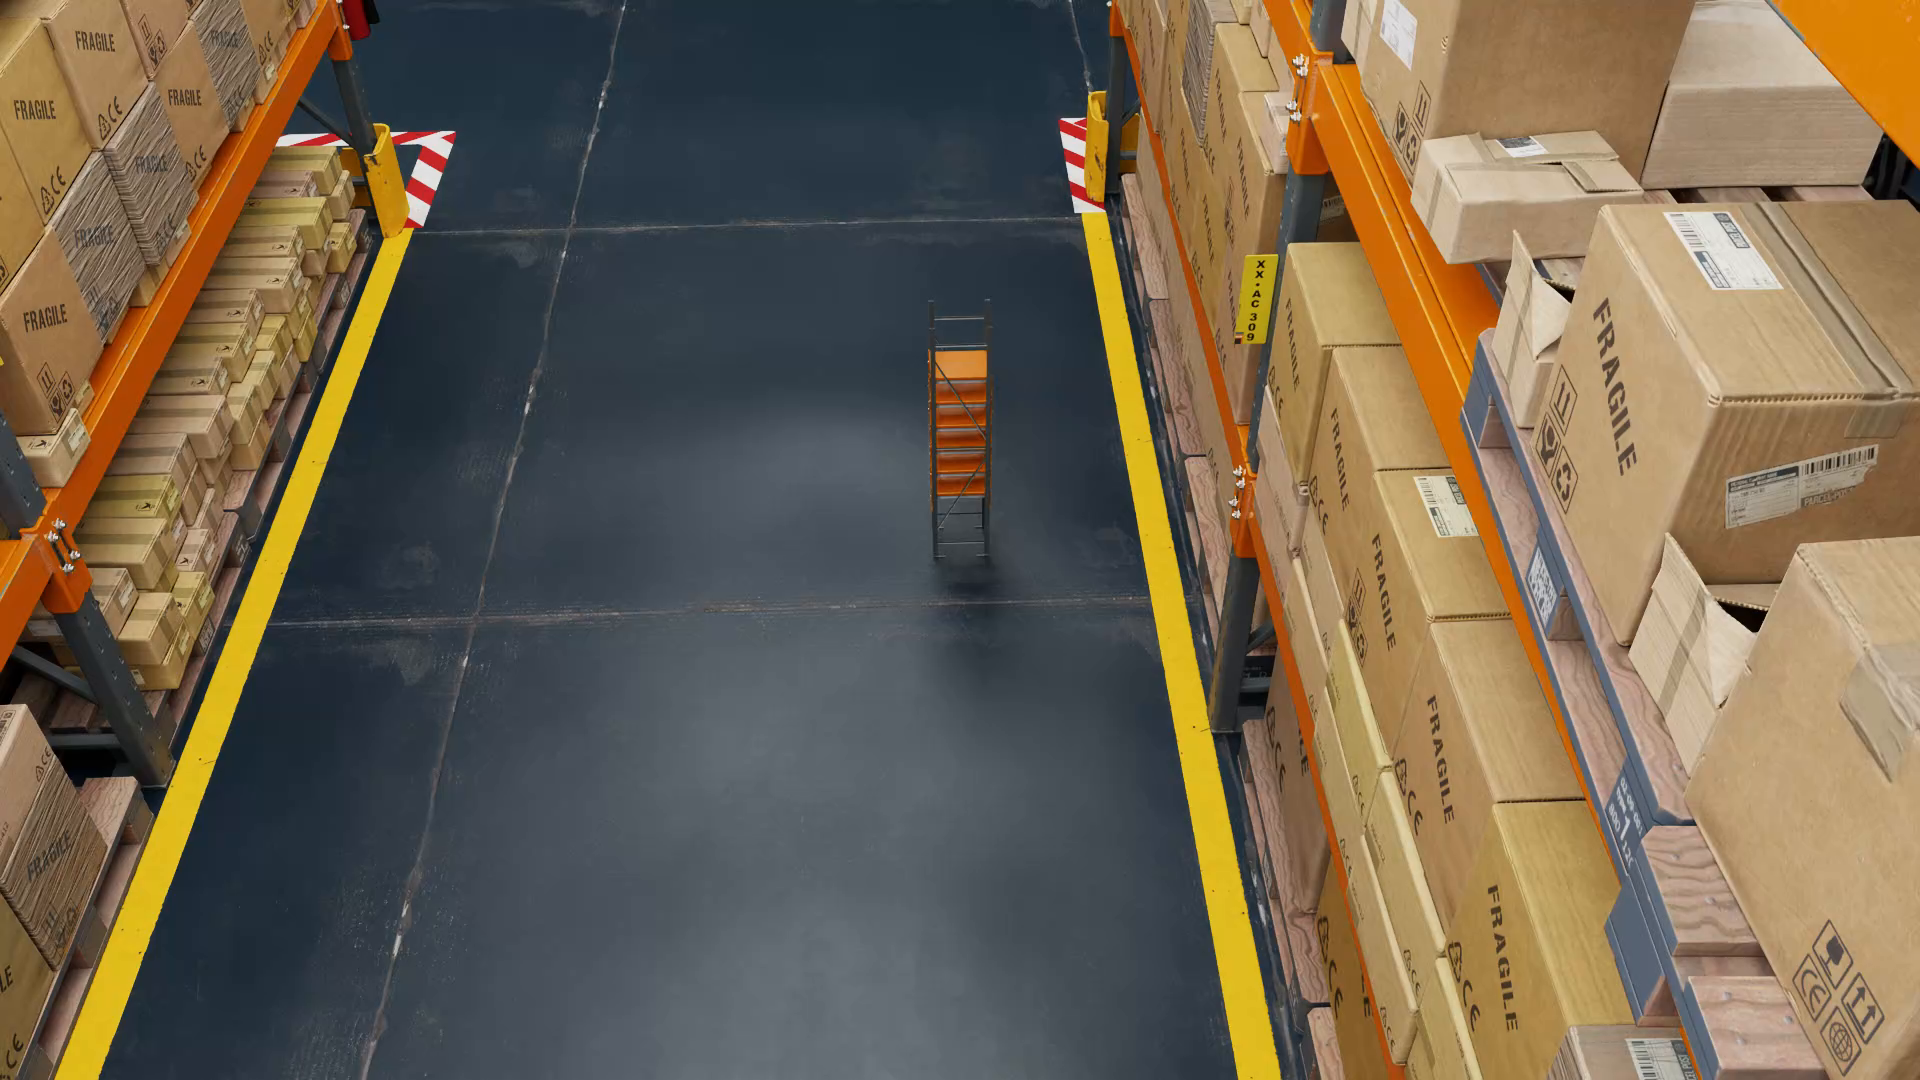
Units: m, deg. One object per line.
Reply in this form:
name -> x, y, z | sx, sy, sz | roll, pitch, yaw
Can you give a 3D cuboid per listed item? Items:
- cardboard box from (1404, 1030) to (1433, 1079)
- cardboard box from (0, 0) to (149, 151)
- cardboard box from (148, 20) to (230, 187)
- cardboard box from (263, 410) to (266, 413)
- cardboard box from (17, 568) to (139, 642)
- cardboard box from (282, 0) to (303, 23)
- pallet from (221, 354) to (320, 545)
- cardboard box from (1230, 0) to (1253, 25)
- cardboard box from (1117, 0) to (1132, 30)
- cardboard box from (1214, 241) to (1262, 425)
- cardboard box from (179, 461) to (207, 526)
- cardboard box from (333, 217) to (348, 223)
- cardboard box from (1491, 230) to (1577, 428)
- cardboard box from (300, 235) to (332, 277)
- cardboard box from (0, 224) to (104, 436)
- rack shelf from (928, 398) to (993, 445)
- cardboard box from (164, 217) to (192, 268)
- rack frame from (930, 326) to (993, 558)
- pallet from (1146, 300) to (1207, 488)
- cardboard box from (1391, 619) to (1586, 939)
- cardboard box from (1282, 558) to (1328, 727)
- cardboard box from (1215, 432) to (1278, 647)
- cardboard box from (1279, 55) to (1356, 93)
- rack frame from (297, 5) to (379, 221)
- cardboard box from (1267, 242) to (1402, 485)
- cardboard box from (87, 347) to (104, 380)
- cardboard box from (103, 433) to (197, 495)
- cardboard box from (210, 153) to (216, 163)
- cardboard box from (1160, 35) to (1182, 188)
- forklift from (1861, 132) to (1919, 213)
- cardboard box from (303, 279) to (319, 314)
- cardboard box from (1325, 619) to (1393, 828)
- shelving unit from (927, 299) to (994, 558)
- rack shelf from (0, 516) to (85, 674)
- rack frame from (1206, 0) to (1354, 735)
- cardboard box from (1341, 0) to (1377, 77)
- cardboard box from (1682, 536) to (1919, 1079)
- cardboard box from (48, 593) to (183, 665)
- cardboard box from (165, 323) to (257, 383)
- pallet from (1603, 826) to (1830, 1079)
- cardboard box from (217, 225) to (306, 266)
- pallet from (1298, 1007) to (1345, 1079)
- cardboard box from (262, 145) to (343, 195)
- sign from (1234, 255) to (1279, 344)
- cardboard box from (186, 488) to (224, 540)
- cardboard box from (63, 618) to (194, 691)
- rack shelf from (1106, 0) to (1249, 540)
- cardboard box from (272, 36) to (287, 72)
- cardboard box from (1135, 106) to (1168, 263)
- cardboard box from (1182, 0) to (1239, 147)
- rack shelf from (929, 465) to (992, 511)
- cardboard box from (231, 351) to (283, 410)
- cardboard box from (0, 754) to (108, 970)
cardboard box -> 1.315, 1.327, 3.693 | 0.500, 0.250, 0.500 | -2, 43, -2
cardboard box -> -3.276, -1.717, 5.869 | 0.500, 0.500, 0.500 | -1, 43, -1
cardboard box -> -3.308, -1.723, 6.616 | 0.500, 0.500, 0.500 | 0, 43, 0
cardboard box -> -3.351, -0.608, 7.493 | 0.380, 0.149, 0.250 | -1, 43, -1
cardboard box -> -3.281, 0.239, 6.128 | 0.380, 0.149, 0.250 | 0, 43, 0
cardboard box -> -3.367, -2.750, 7.736 | 0.500, 0.500, 0.500 | -1, 43, -1
pallet -> -3.592, -0.449, 7.584 | 1.003, 0.211, 1.213 | -2, 43, -2
cardboard box -> 1.158, -1.941, 5.854 | 0.380, 0.149, 0.250 | -2, 43, -2
cardboard box -> 1.032, -2.815, 8.027 | 0.500, 0.500, 0.500 | -2, 43, -2
cardboard box -> 1.193, -0.752, 5.777 | 0.500, 0.500, 0.500 | -1, 43, -1
cardboard box -> -3.324, -0.181, 6.806 | 0.380, 0.149, 0.250 | -4, 43, -4
cardboard box -> -3.412, -1.654, 8.634 | 0.380, 0.149, 0.250 | -1, 43, -1
cardboard box -> 1.196, -0.377, 3.010 | 0.396, 0.266, 0.258 | 2, 43, 2
cardboard box -> -3.311, -1.414, 8.152 | 0.380, 0.149, 0.250 | -3, 43, -4
cardboard box -> -3.242, -0.687, 5.486 | 0.500, 0.500, 0.500 | -2, 43, -3
rack shelf -> 0.001, -0.488, 6.783 | 0.258, 0.103, 0.180 | -2, 43, -2
cardboard box -> -3.263, -1.195, 6.520 | 0.380, 0.149, 0.250 | 0, 43, 0
rack frame -> 0.005, -0.371, 6.767 | 0.240, 1.200, 0.006 | -2, 43, -2
pallet -> 1.459, -0.723, 7.882 | 1.003, 0.211, 1.213 | -2, 43, -2
cardboard box -> 1.296, 0.520, 3.648 | 0.500, 0.500, 0.500 | -2, 43, -2
cardboard box -> 1.247, 0.300, 4.814 | 0.500, 0.250, 0.500 | -3, 43, -3
cardboard box -> 1.549, -0.047, 6.667 | 0.875, 0.438, 0.875 | -2, 43, -2
cardboard box -> 1.234, -1.434, 5.301 | 0.380, 0.149, 0.250 | -1, 43, -1
rack frame -> -3.643, -2.900, 8.194 | 1.000, 3.000, 0.127 | -2, 43, -2
cardboard box -> 1.200, -0.510, 4.772 | 0.500, 0.500, 0.500 | -1, 43, -1
cardboard box -> -3.307, -0.658, 5.934 | 0.380, 0.149, 0.250 | -3, 43, -4
cardboard box -> -3.327, -0.293, 6.709 | 0.380, 0.149, 0.250 | -3, 43, -3
cardboard box -> -3.380, -1.723, 7.096 | 0.380, 0.149, 0.250 | -3, 43, -4
cardboard box -> 1.123, -1.792, 6.911 | 0.500, 0.500, 0.500 | 0, 43, 0
forklift -> 3.440, -1.360, 6.565 | 1.130, 2.935, 3.031 | -8, 43, -9
cardboard box -> -3.351, -1.136, 8.069 | 0.380, 0.149, 0.250 | -1, 43, -1
cardboard box -> 1.250, 0.459, 4.270 | 0.500, 0.250, 0.500 | -1, 43, -1
shelving unit -> 0.001, -0.433, 6.834 | 0.258, 1.200, 0.189 | -2, 43, -2
rack shelf -> -3.388, 1.416, 4.018 | 1.077, 0.370, 4.000 | -2, 43, -2
rack frame -> 1.468, -0.410, 5.477 | 1.000, 3.000, 0.127 | -2, 43, -2
cardboard box -> 1.140, -1.273, 3.987 | 0.396, 0.266, 0.258 | -2, 43, -2
cardboard box -> 1.406, 0.330, 2.065 | 0.700, 0.500, 0.500 | -4, 43, -4
cardboard box -> -3.169, 0.333, 6.246 | 0.380, 0.149, 0.250 | 0, 43, 0
cardboard box -> -3.321, -0.817, 7.280 | 0.380, 0.149, 0.250 | -1, 43, -2
pallet -> 1.558, 0.821, 2.054 | 1.213, 0.211, 1.003 | 0, 43, 0
cardboard box -> -3.328, -1.354, 7.866 | 0.380, 0.149, 0.250 | -3, 43, -4
pallet -> 1.631, 1.963, 4.953 | 1.003, 0.211, 1.213 | -2, 43, -2
cardboard box -> -3.367, -1.873, 8.432 | 0.380, 0.149, 0.250 | -1, 43, -1
sign -> 0.914, -0.741, 5.139 | 0.100, 0.325, 0.005 | -2, 43, -2
cardboard box -> -3.302, -0.074, 6.910 | 0.380, 0.149, 0.250 | -2, 43, -3
cardboard box -> -3.168, 0.442, 6.347 | 0.380, 0.149, 0.250 | -3, 43, -4
rack shelf -> 1.383, -1.495, 7.193 | 1.077, 0.370, 4.000 | -2, 43, -2
cardboard box -> -3.348, -2.257, 7.679 | 0.380, 0.149, 0.250 | -2, 43, -2
cardboard box -> 1.426, -1.878, 8.664 | 0.875, 0.438, 0.875 | -3, 43, -3
cardboard box -> 1.128, -1.812, 6.193 | 0.500, 0.500, 0.500 | -1, 43, -1
rack shelf -> 0.001, -0.223, 7.026 | 0.258, 0.103, 0.180 | -2, 43, -2
cardboard box -> -3.245, -0.706, 7.380 | 0.380, 0.149, 0.250 | -1, 43, -1
cardboard box -> -3.190, 1.060, 5.413 | 0.500, 0.500, 0.500 | -2, 43, -3
